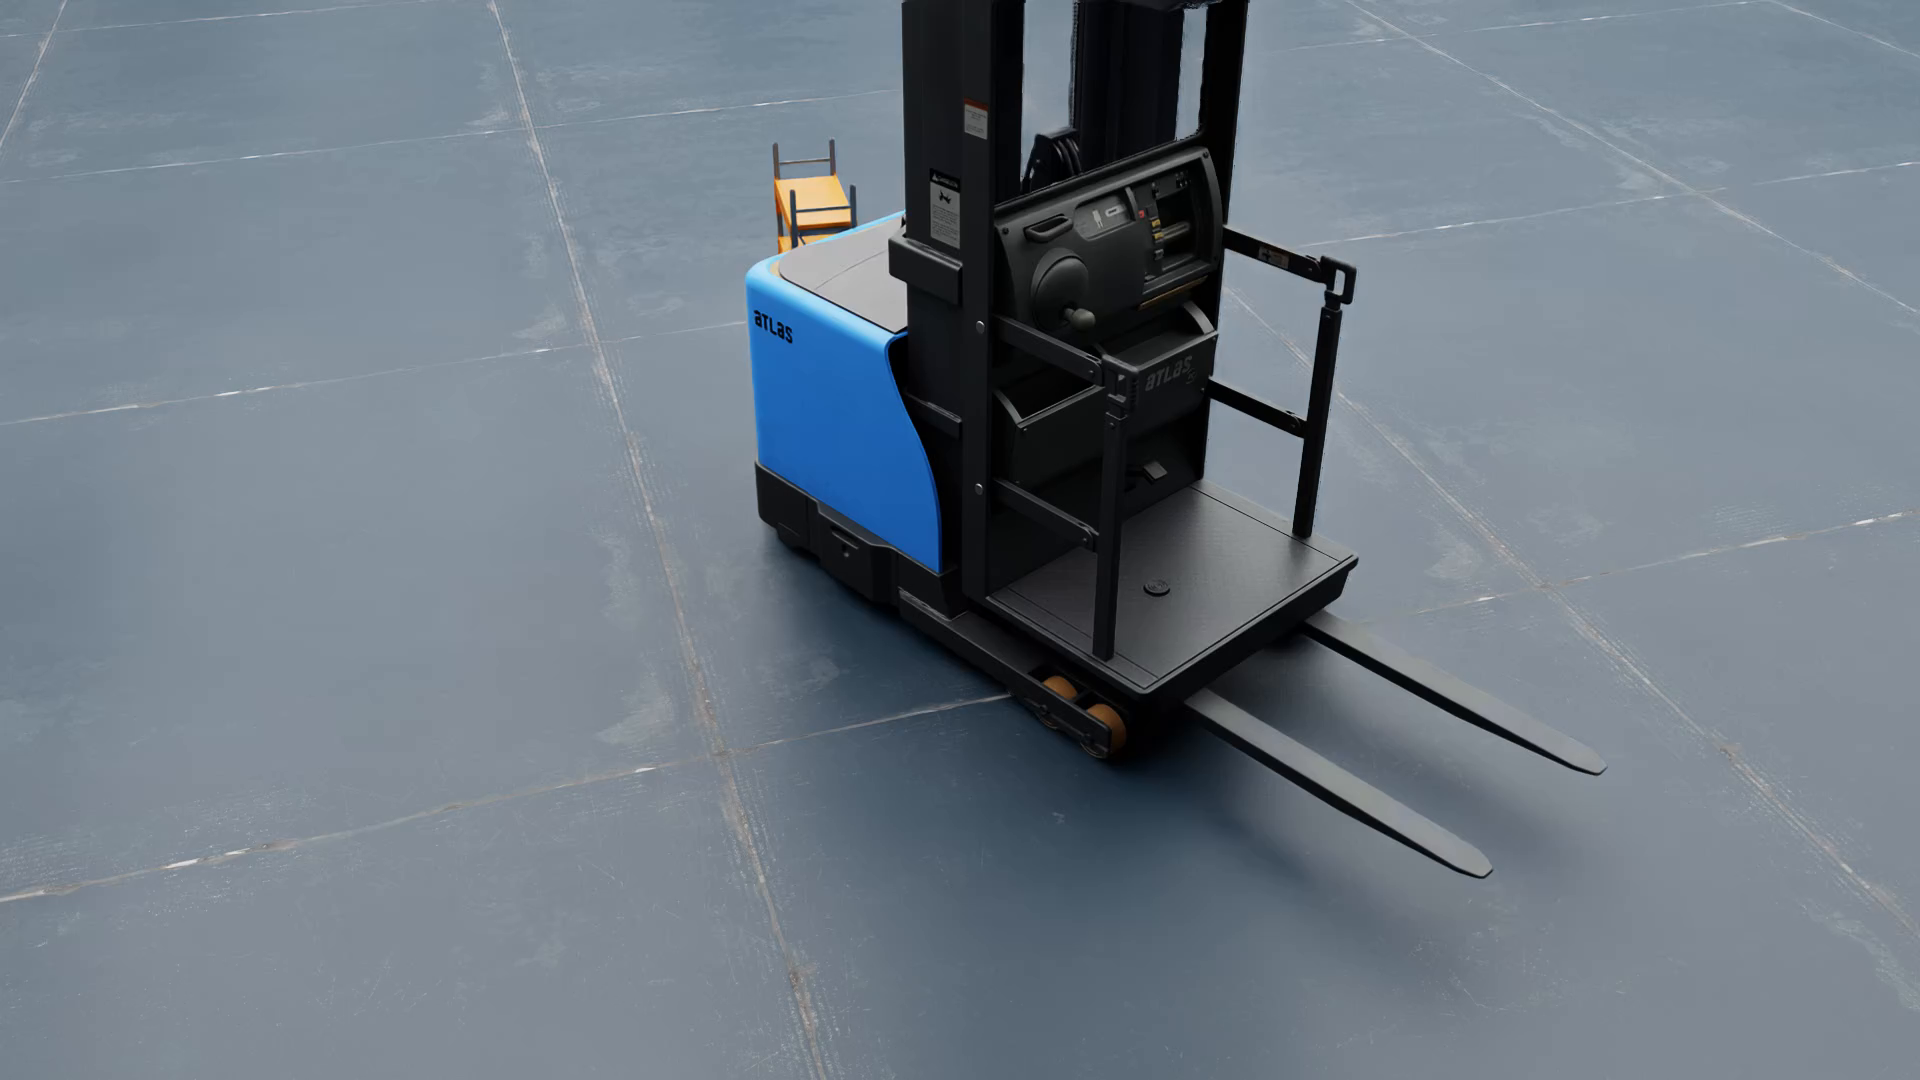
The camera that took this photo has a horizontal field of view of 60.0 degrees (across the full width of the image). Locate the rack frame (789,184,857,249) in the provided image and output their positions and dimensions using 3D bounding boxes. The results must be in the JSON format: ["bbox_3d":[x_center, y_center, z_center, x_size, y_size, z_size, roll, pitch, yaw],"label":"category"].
[{"bbox_3d":[-0.496,-0.771,6.328,0.240,1.200,0.015,-7,34,-10],"label":"rack frame"}]

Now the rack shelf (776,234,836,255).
[{"bbox_3d":[-0.549,-1.033,6.441,0.258,0.148,0.480,-7,34,-10],"label":"rack shelf"}]

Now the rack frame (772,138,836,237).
[{"bbox_3d":[-0.602,-1.034,6.726,0.240,1.200,0.015,-7,34,-10],"label":"rack frame"}]

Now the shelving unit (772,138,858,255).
[{"bbox_3d":[-0.549,-0.902,6.527,0.258,1.200,0.503,-7,34,-10],"label":"shelving unit"}]

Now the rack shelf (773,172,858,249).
[{"bbox_3d":[-0.549,-1.230,6.310,0.258,0.148,0.480,-7,34,-10],"label":"rack shelf"}]

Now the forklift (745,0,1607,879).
[{"bbox_3d":[0.613,-0.862,4.896,1.130,2.935,3.031,-27,42,-35],"label":"forklift"}]
